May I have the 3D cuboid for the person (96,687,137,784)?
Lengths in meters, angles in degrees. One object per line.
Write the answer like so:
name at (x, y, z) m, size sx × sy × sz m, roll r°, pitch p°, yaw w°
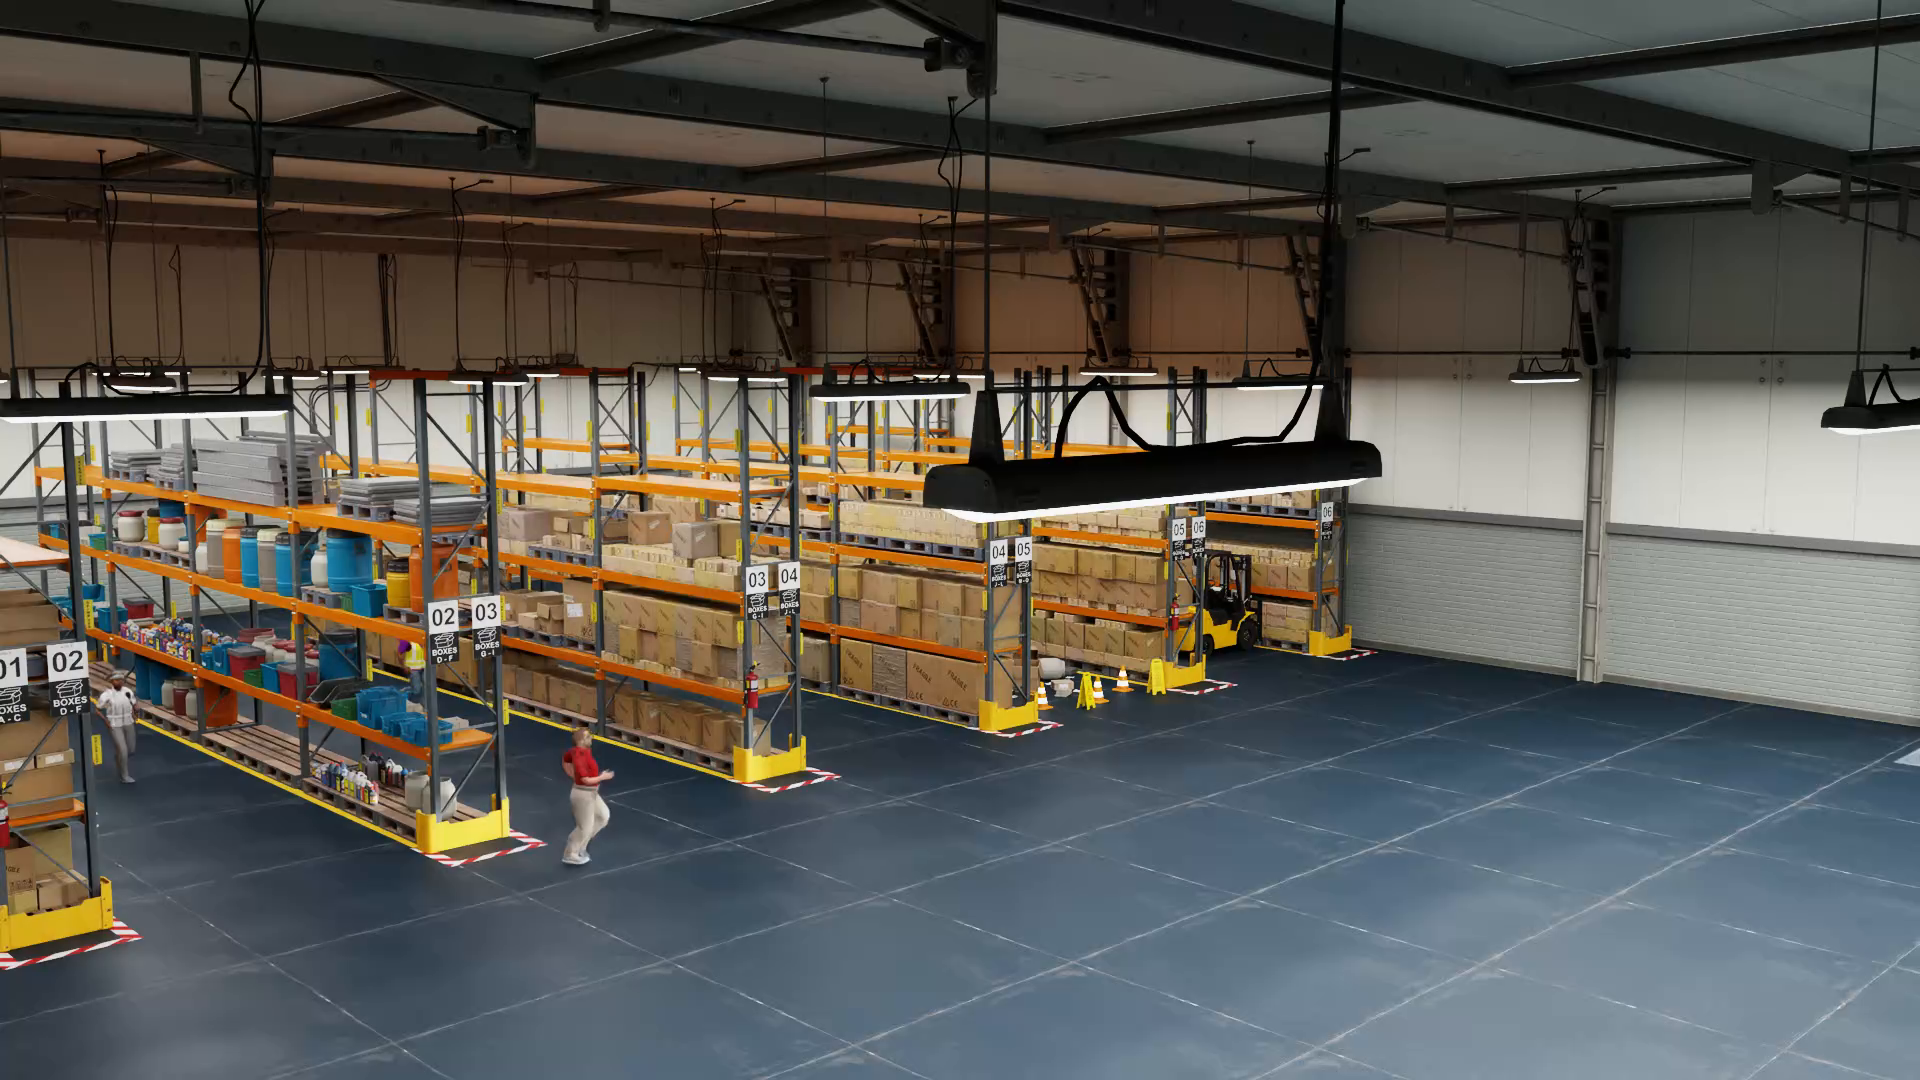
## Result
person at (-12.437, 2.860, 24.597) m, size 0.724 × 1.407 × 0.546 m, roll 5°, pitch 8°, yaw 39°

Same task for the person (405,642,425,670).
person at (-9.413, 1.820, 28.869) m, size 0.436 × 0.883 × 0.334 m, roll -6°, pitch 9°, yaw -44°

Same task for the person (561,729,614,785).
person at (-4.605, 2.734, 20.518) m, size 0.655 × 0.836 × 0.653 m, roll -1°, pitch 7°, yaw -9°
